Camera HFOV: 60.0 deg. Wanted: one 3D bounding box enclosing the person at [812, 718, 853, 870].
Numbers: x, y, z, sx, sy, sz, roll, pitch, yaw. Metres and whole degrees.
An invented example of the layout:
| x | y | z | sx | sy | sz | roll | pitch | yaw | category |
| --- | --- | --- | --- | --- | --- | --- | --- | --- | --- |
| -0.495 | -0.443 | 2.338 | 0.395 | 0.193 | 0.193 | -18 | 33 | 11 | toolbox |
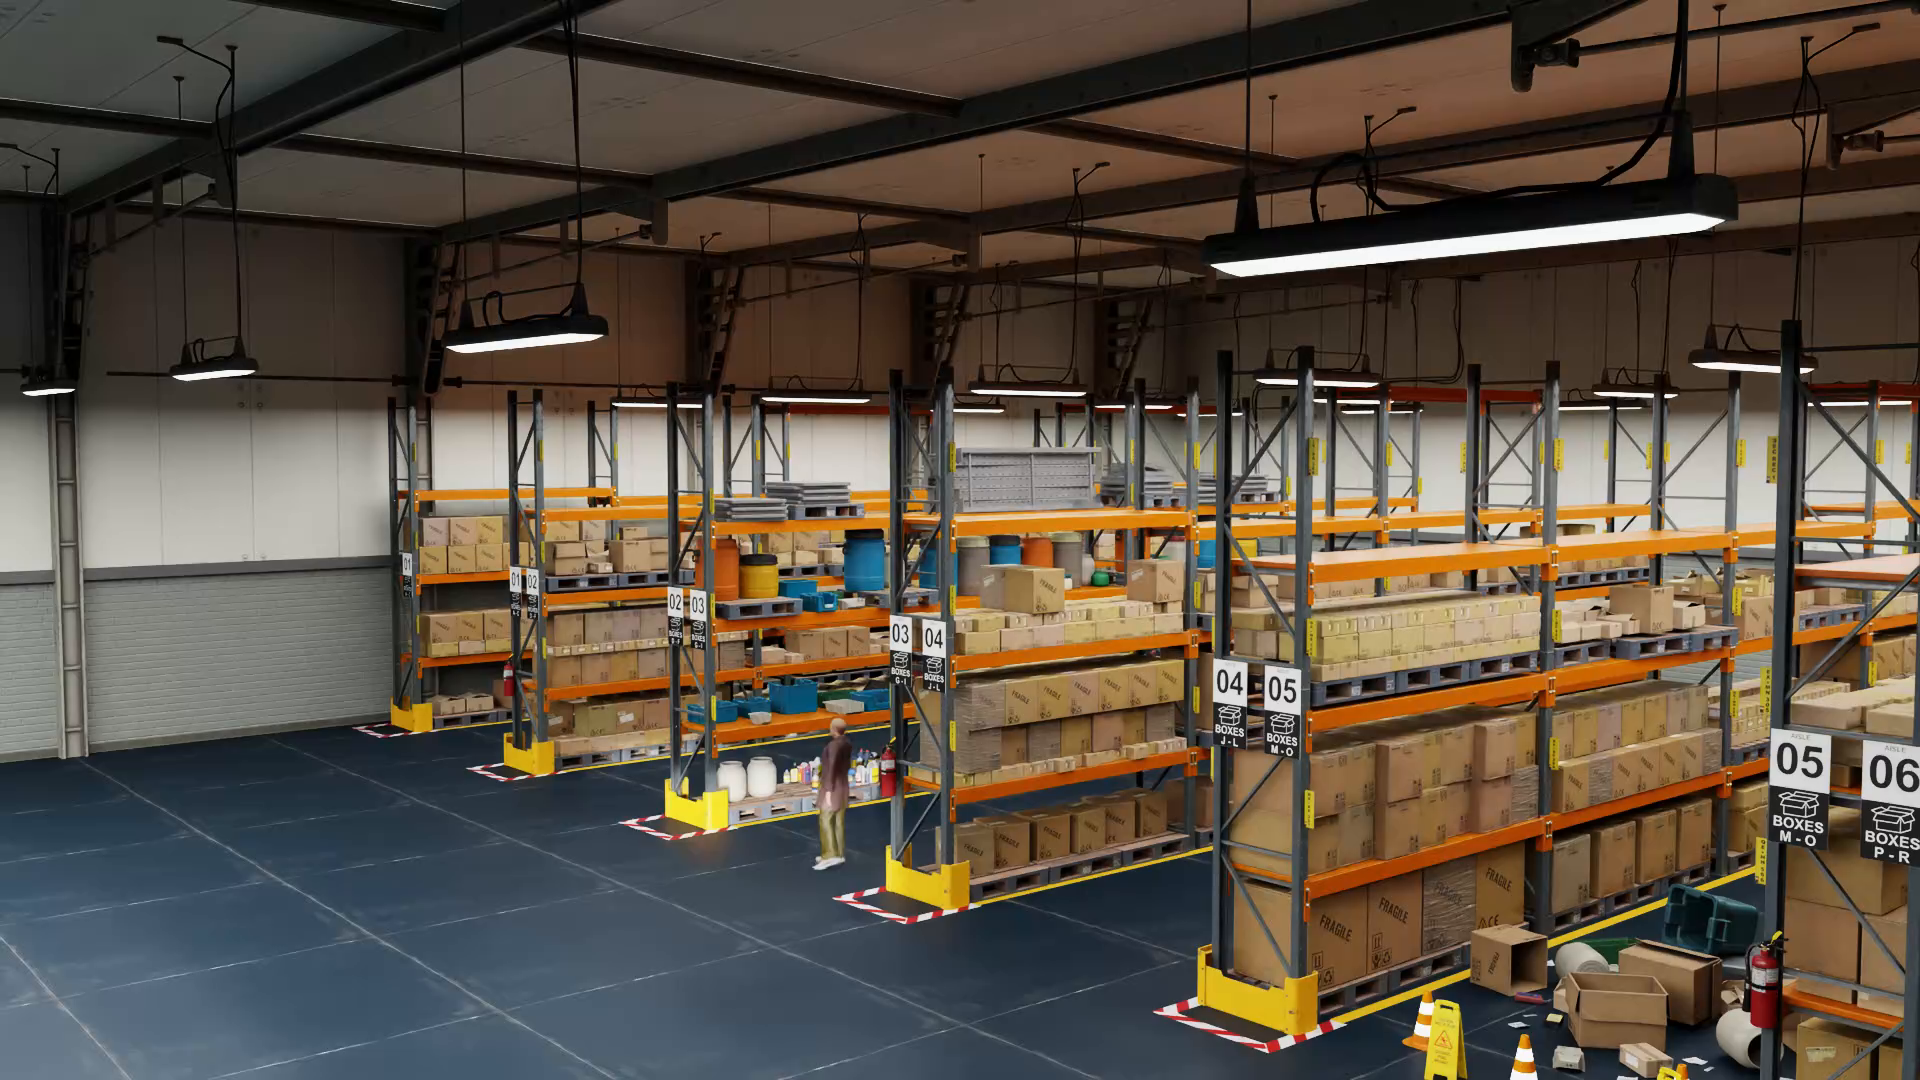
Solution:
| x | y | z | sx | sy | sz | roll | pitch | yaw | category |
| --- | --- | --- | --- | --- | --- | --- | --- | --- | --- |
| -1.576 | 3.097 | 20.394 | 0.404 | 1.833 | 0.645 | 1 | 4 | 20 | person |
